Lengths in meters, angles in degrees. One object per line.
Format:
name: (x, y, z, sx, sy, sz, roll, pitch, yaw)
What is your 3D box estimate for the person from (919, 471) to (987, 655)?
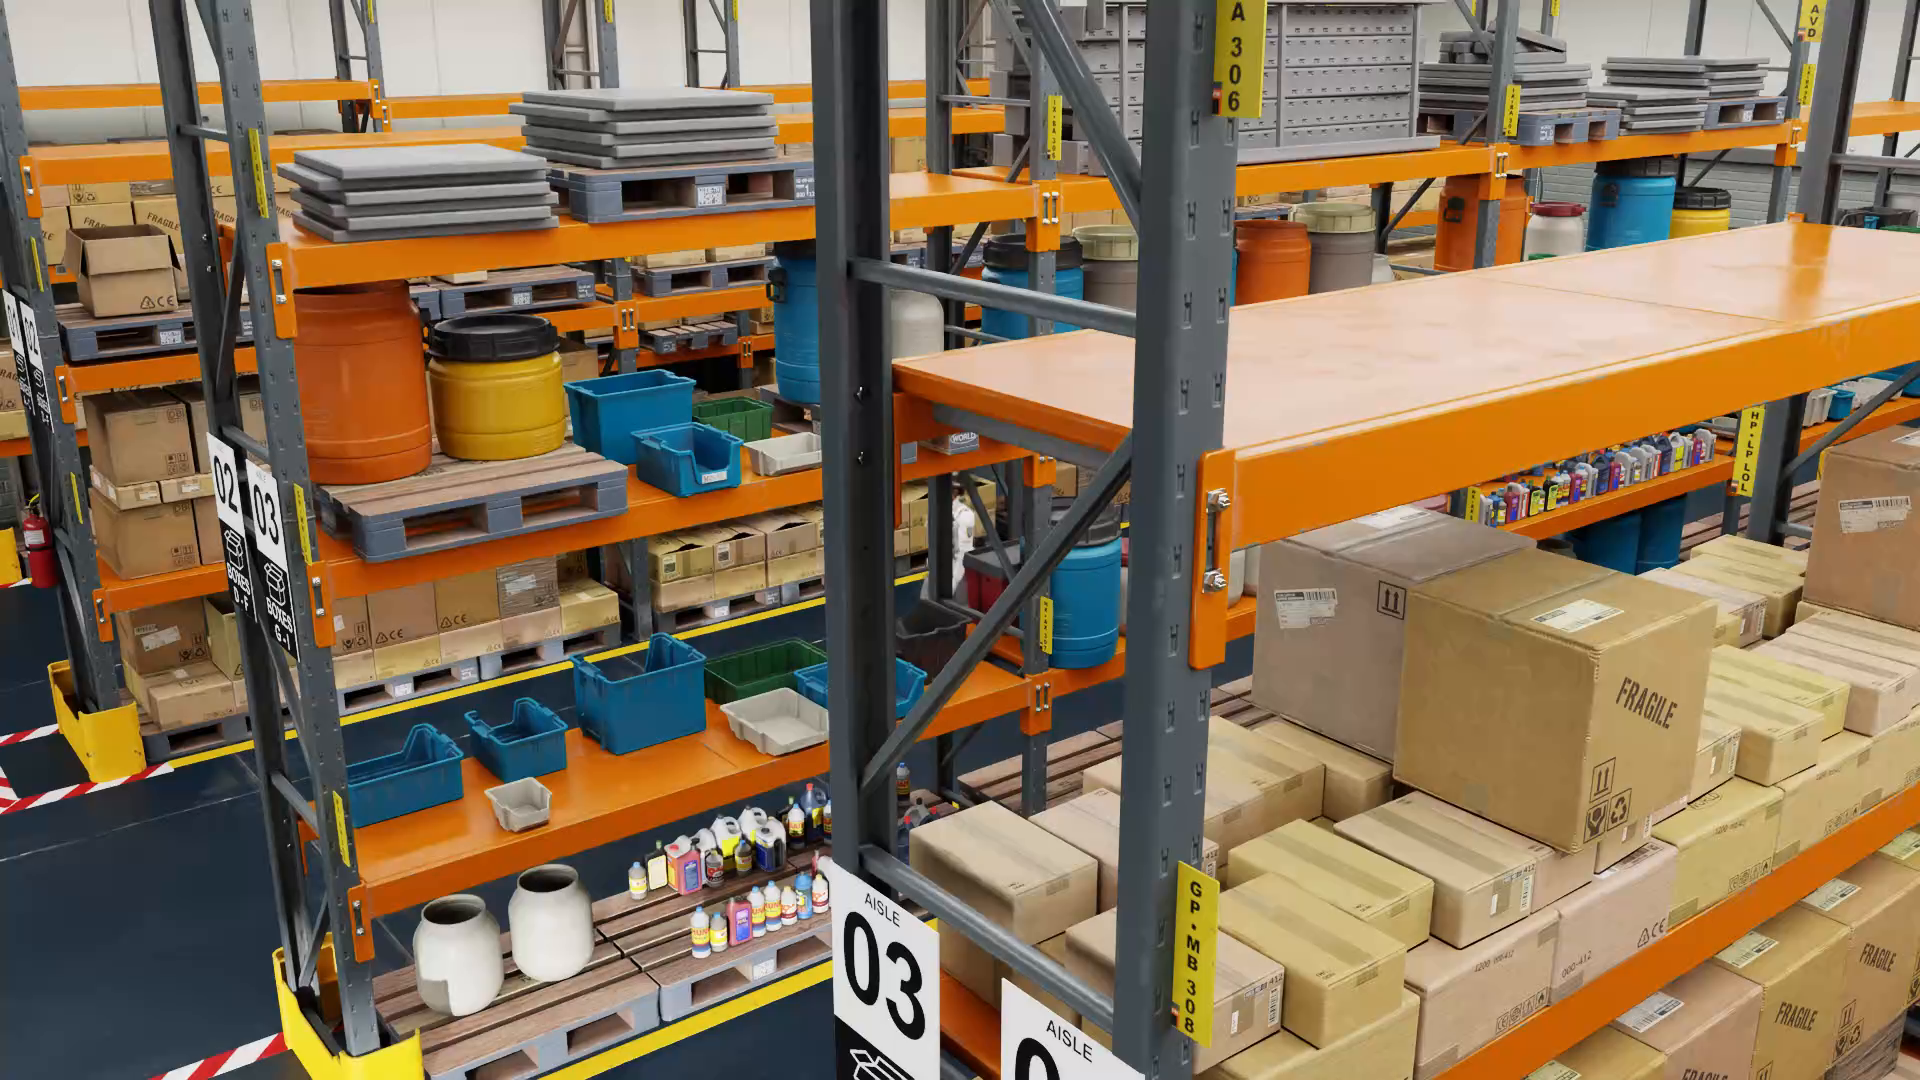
person: (-0.078, 0.234, 12.837, 0.483, 1.636, 0.998, 14, 23, 37)
